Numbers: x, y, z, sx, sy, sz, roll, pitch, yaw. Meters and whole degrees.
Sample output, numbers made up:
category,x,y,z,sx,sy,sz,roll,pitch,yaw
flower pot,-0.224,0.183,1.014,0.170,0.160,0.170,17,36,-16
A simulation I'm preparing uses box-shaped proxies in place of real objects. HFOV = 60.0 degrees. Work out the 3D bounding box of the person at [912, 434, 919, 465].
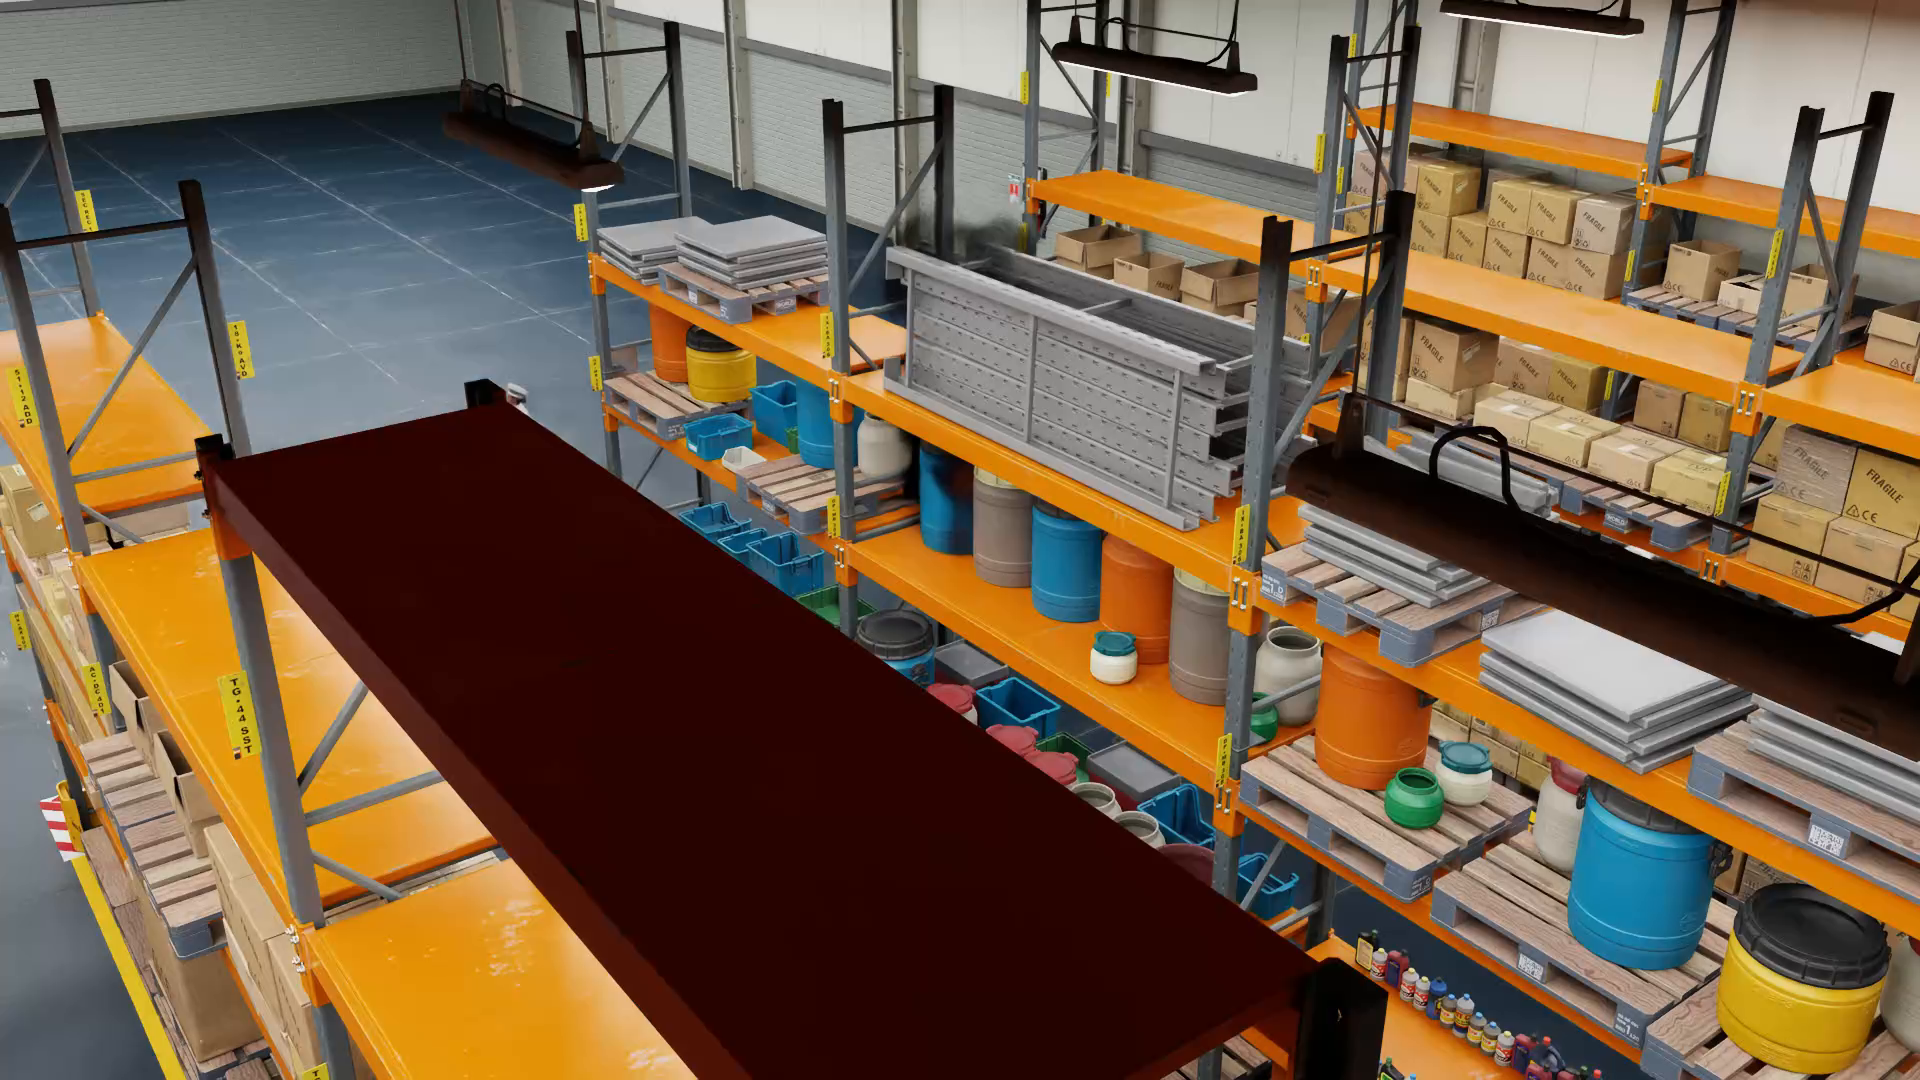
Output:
category,x,y,z,sx,sy,sz,roll,pitch,yaw
person,-0.560,-1.262,20.019,0.908,1.489,0.526,0,25,0

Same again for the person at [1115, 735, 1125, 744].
category,x,y,z,sx,sy,sz,roll,pitch,yaw
person,1.528,1.411,13.181,0.685,1.751,0.605,-17,30,-32

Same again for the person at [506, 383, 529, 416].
category,x,y,z,sx,sy,sz,roll,pitch,yaw
person,-5.053,-1.033,19.258,0.647,1.660,0.588,-7,26,-15

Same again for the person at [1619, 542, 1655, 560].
category,x,y,z,sx,sy,sz,roll,pitch,yaw
person,6.416,0.521,15.926,0.613,1.723,0.711,-19,31,-36
